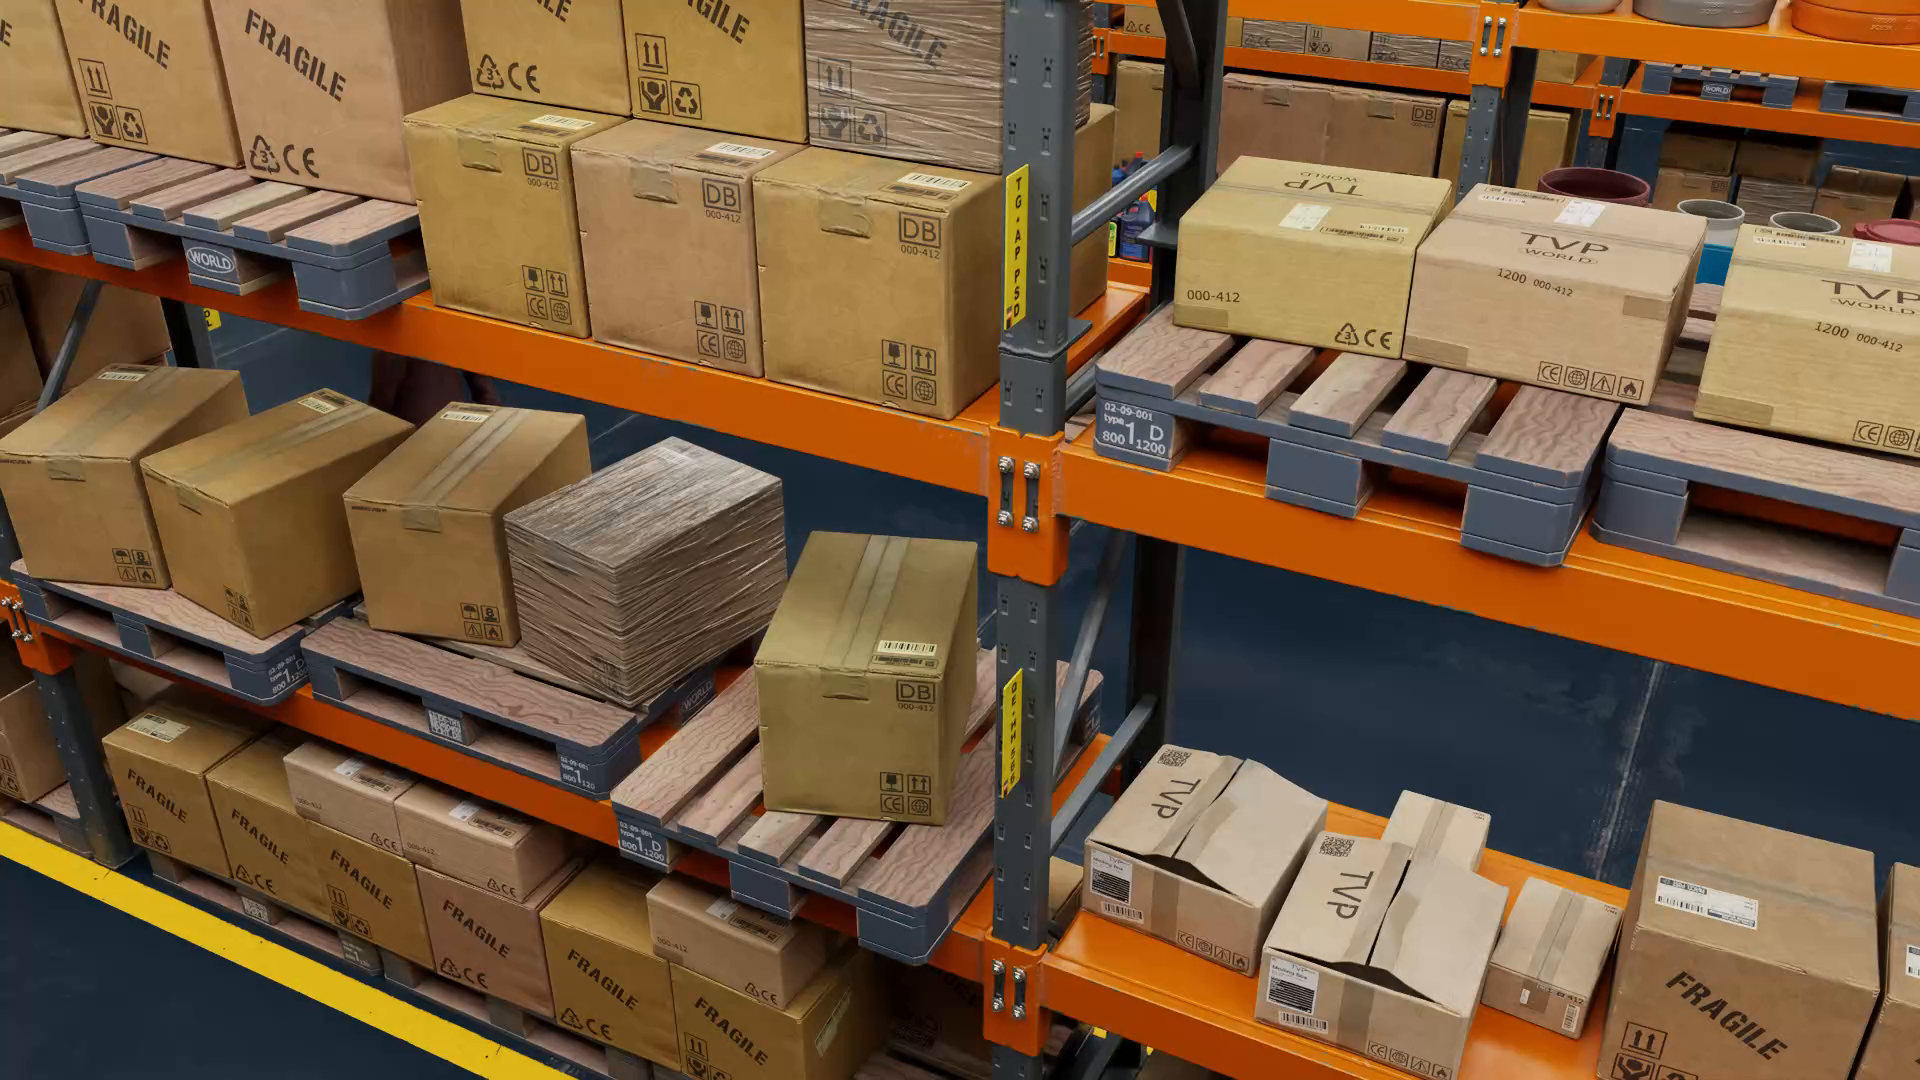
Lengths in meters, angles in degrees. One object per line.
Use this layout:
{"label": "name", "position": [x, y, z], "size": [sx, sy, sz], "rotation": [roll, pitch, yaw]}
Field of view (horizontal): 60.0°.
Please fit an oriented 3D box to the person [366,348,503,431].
{"label": "person", "position": [-2.640, -0.563, 8.106], "size": [1.054, 1.731, 0.627], "rotation": [13, 32, 21]}
